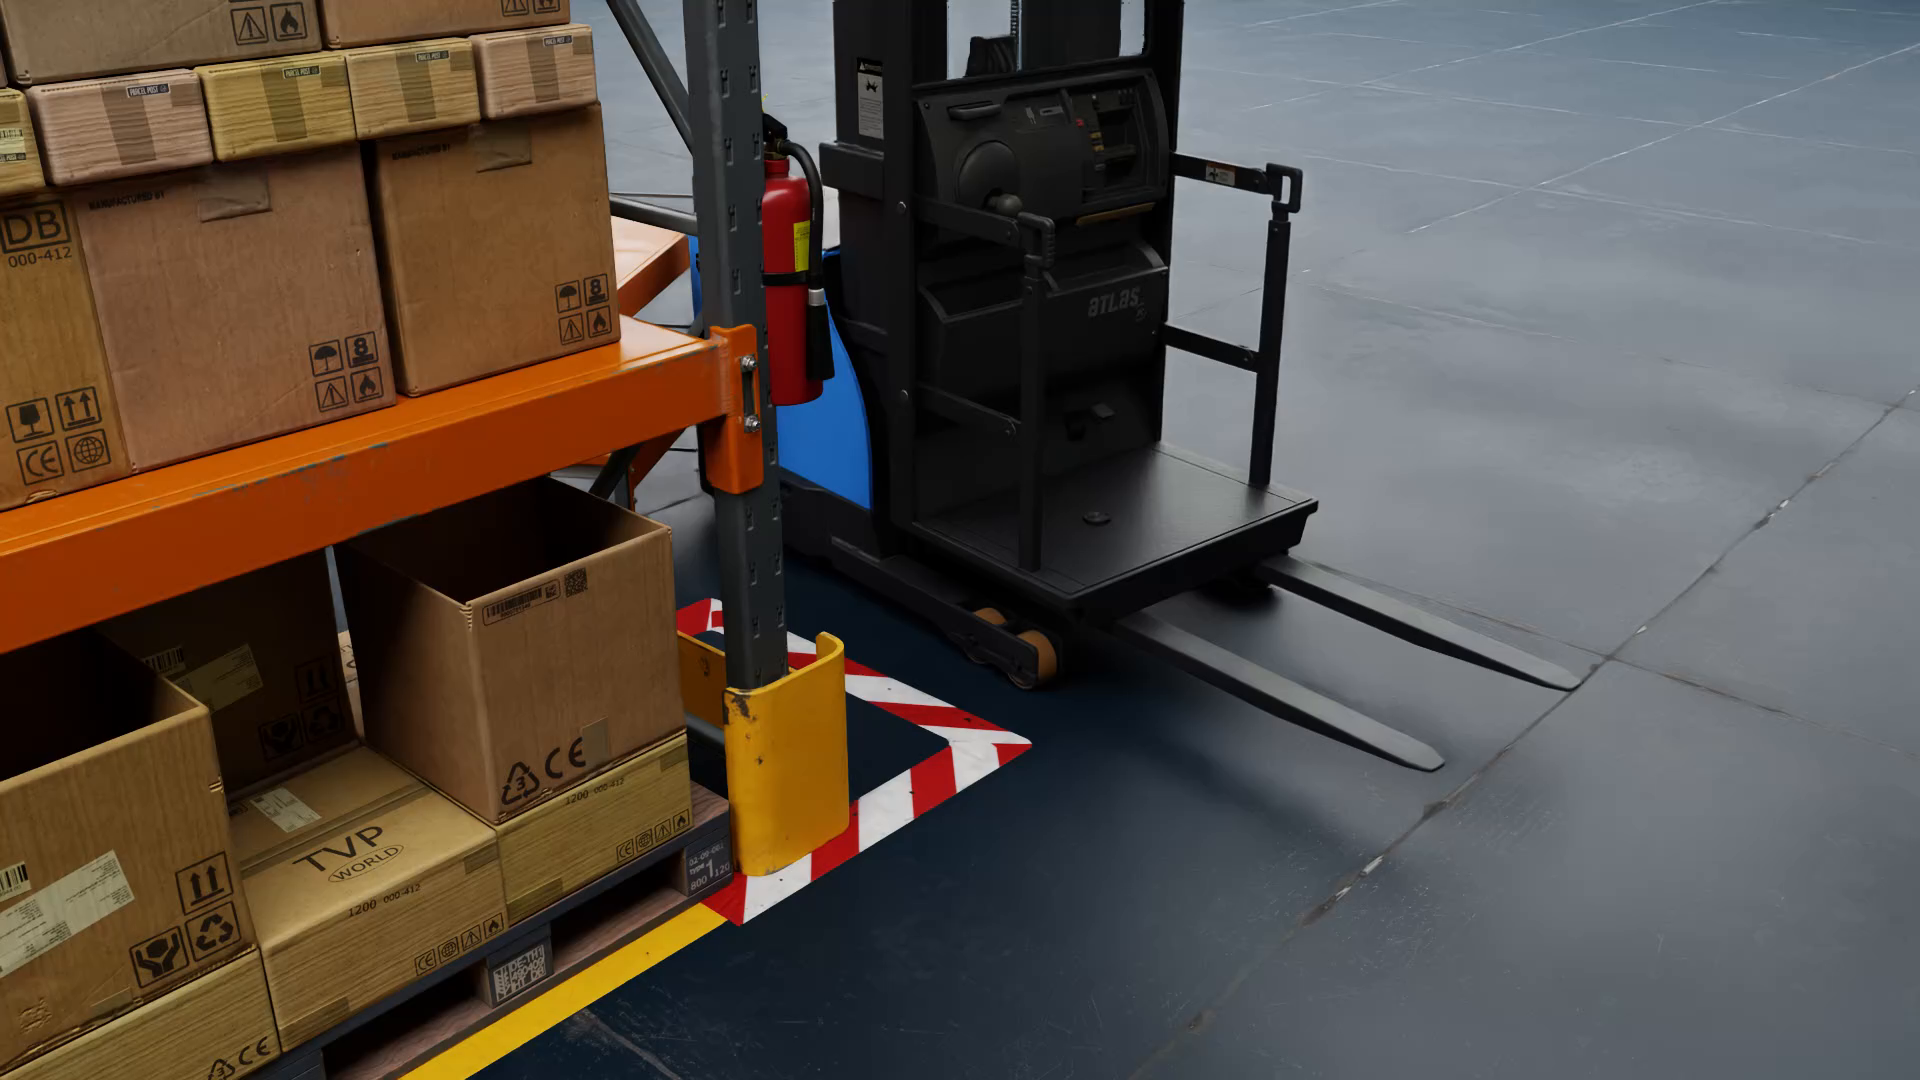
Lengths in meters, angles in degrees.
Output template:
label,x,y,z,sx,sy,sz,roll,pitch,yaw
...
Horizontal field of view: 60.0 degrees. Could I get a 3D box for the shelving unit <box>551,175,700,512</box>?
label,x,y,z,sx,sy,sz,roll,pitch,yaw
shelving unit,-1.225,-0.586,5.683,0.538,1.125,1.048,3,24,8

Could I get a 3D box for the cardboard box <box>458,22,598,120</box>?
label,x,y,z,sx,sy,sz,roll,pitch,yaw
cardboard box,-0.929,-0.933,3.250,0.380,0.149,0.250,20,31,37

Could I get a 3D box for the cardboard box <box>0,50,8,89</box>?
label,x,y,z,sx,sy,sz,roll,pitch,yaw
cardboard box,-1.855,-0.927,2.444,0.700,0.500,0.500,20,31,38

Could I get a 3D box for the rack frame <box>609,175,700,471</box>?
label,x,y,z,sx,sy,sz,roll,pitch,yaw
rack frame,-1.151,-0.792,6.141,0.500,1.125,0.032,3,24,8

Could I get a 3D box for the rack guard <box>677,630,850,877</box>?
label,x,y,z,sx,sy,sz,roll,pitch,yaw
rack guard,-0.800,0.373,4.307,1.175,0.500,0.348,20,31,38

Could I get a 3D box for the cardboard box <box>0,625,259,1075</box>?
label,x,y,z,sx,sy,sz,roll,pitch,yaw
cardboard box,-1.609,0.514,2.868,0.500,0.500,0.500,20,31,38

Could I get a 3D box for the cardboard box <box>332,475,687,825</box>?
label,x,y,z,sx,sy,sz,roll,pitch,yaw
cardboard box,-0.952,0.205,3.557,0.500,0.500,0.500,20,31,38

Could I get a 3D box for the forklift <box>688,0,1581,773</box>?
label,x,y,z,sx,sy,sz,roll,pitch,yaw
forklift,0.400,-1.141,4.713,1.130,2.935,3.031,-19,30,-36

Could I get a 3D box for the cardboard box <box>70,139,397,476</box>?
label,x,y,z,sx,sy,sz,roll,pitch,yaw
cardboard box,-1.484,-0.506,3.089,0.700,0.500,0.500,21,32,39

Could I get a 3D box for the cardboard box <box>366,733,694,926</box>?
label,x,y,z,sx,sy,sz,roll,pitch,yaw
cardboard box,-0.954,0.547,3.711,0.500,0.250,0.500,20,31,38

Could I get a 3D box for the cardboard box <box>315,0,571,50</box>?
label,x,y,z,sx,sy,sz,roll,pitch,yaw
cardboard box,-1.172,-1.243,3.148,0.700,0.500,0.500,20,31,38

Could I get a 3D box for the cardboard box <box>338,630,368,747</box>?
label,x,y,z,sx,sy,sz,roll,pitch,yaw
cardboard box,-1.339,0.406,4.027,0.500,0.250,0.500,20,31,38

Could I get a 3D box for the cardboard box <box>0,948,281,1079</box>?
label,x,y,z,sx,sy,sz,roll,pitch,yaw
cardboard box,-1.611,0.855,3.023,0.500,0.250,0.500,20,31,38

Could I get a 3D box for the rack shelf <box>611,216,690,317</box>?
label,x,y,z,sx,sy,sz,roll,pitch,yaw
rack shelf,-1.225,-0.853,5.563,0.538,0.278,1.000,3,24,8

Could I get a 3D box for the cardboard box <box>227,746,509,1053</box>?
label,x,y,z,sx,sy,sz,roll,pitch,yaw
cardboard box,-1.278,0.703,3.364,0.500,0.250,0.500,20,31,38

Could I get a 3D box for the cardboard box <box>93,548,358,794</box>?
label,x,y,z,sx,sy,sz,roll,pitch,yaw
cardboard box,-1.672,0.216,3.532,0.500,0.500,0.500,20,31,38

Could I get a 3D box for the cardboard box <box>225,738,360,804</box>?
label,x,y,z,sx,sy,sz,roll,pitch,yaw
cardboard box,-1.670,0.559,3.685,0.500,0.250,0.500,20,31,38

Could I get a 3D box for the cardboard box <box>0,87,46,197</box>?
label,x,y,z,sx,sy,sz,roll,pitch,yaw
cardboard box,-1.618,-0.619,2.549,0.380,0.149,0.250,21,32,39

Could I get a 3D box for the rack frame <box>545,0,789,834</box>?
label,x,y,z,sx,sy,sz,roll,pitch,yaw
rack frame,-0.816,-0.760,3.779,1.000,3.000,0.127,20,31,38

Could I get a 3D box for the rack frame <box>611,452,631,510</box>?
label,x,y,z,sx,sy,sz,roll,pitch,yaw
rack frame,-1.300,-0.380,5.224,0.500,1.125,0.032,3,24,8

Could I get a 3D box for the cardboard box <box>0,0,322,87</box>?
label,x,y,z,sx,sy,sz,roll,pitch,yaw
cardboard box,-1.519,-1.081,2.787,0.700,0.500,0.500,19,30,36

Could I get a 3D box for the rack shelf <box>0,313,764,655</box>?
label,x,y,z,sx,sy,sz,roll,pitch,yaw
rack shelf,-2.151,0.177,2.567,1.077,0.370,4.000,20,31,38

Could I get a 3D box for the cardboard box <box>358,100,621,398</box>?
label,x,y,z,sx,sy,sz,roll,pitch,yaw
cardboard box,-1.137,-0.667,3.449,0.700,0.500,0.500,20,31,38

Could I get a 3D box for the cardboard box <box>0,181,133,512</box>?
label,x,y,z,sx,sy,sz,roll,pitch,yaw
cardboard box,-1.819,-0.356,2.755,0.700,0.500,0.500,20,31,38

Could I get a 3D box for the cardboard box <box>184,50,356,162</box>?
label,x,y,z,sx,sy,sz,roll,pitch,yaw
cardboard box,-1.273,-0.775,2.898,0.380,0.149,0.250,20,31,37

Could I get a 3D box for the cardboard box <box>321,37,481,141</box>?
label,x,y,z,sx,sy,sz,roll,pitch,yaw
cardboard box,-1.103,-0.853,3.071,0.380,0.149,0.250,21,32,39

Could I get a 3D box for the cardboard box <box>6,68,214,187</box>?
label,x,y,z,sx,sy,sz,roll,pitch,yaw
cardboard box,-1.443,-0.699,2.728,0.380,0.149,0.250,21,31,38

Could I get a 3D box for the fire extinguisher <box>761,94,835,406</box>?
label,x,y,z,sx,sy,sz,roll,pitch,yaw
fire extinguisher,-0.391,-0.634,3.592,0.296,0.674,0.183,20,31,38

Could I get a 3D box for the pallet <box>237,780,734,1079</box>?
label,x,y,z,sx,sy,sz,roll,pitch,yaw
pallet,-1.295,0.757,3.804,1.003,0.211,1.213,20,31,38

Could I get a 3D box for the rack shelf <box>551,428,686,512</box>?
label,x,y,z,sx,sy,sz,roll,pitch,yaw
rack shelf,-1.225,-0.363,5.783,0.538,0.278,1.000,3,24,8
